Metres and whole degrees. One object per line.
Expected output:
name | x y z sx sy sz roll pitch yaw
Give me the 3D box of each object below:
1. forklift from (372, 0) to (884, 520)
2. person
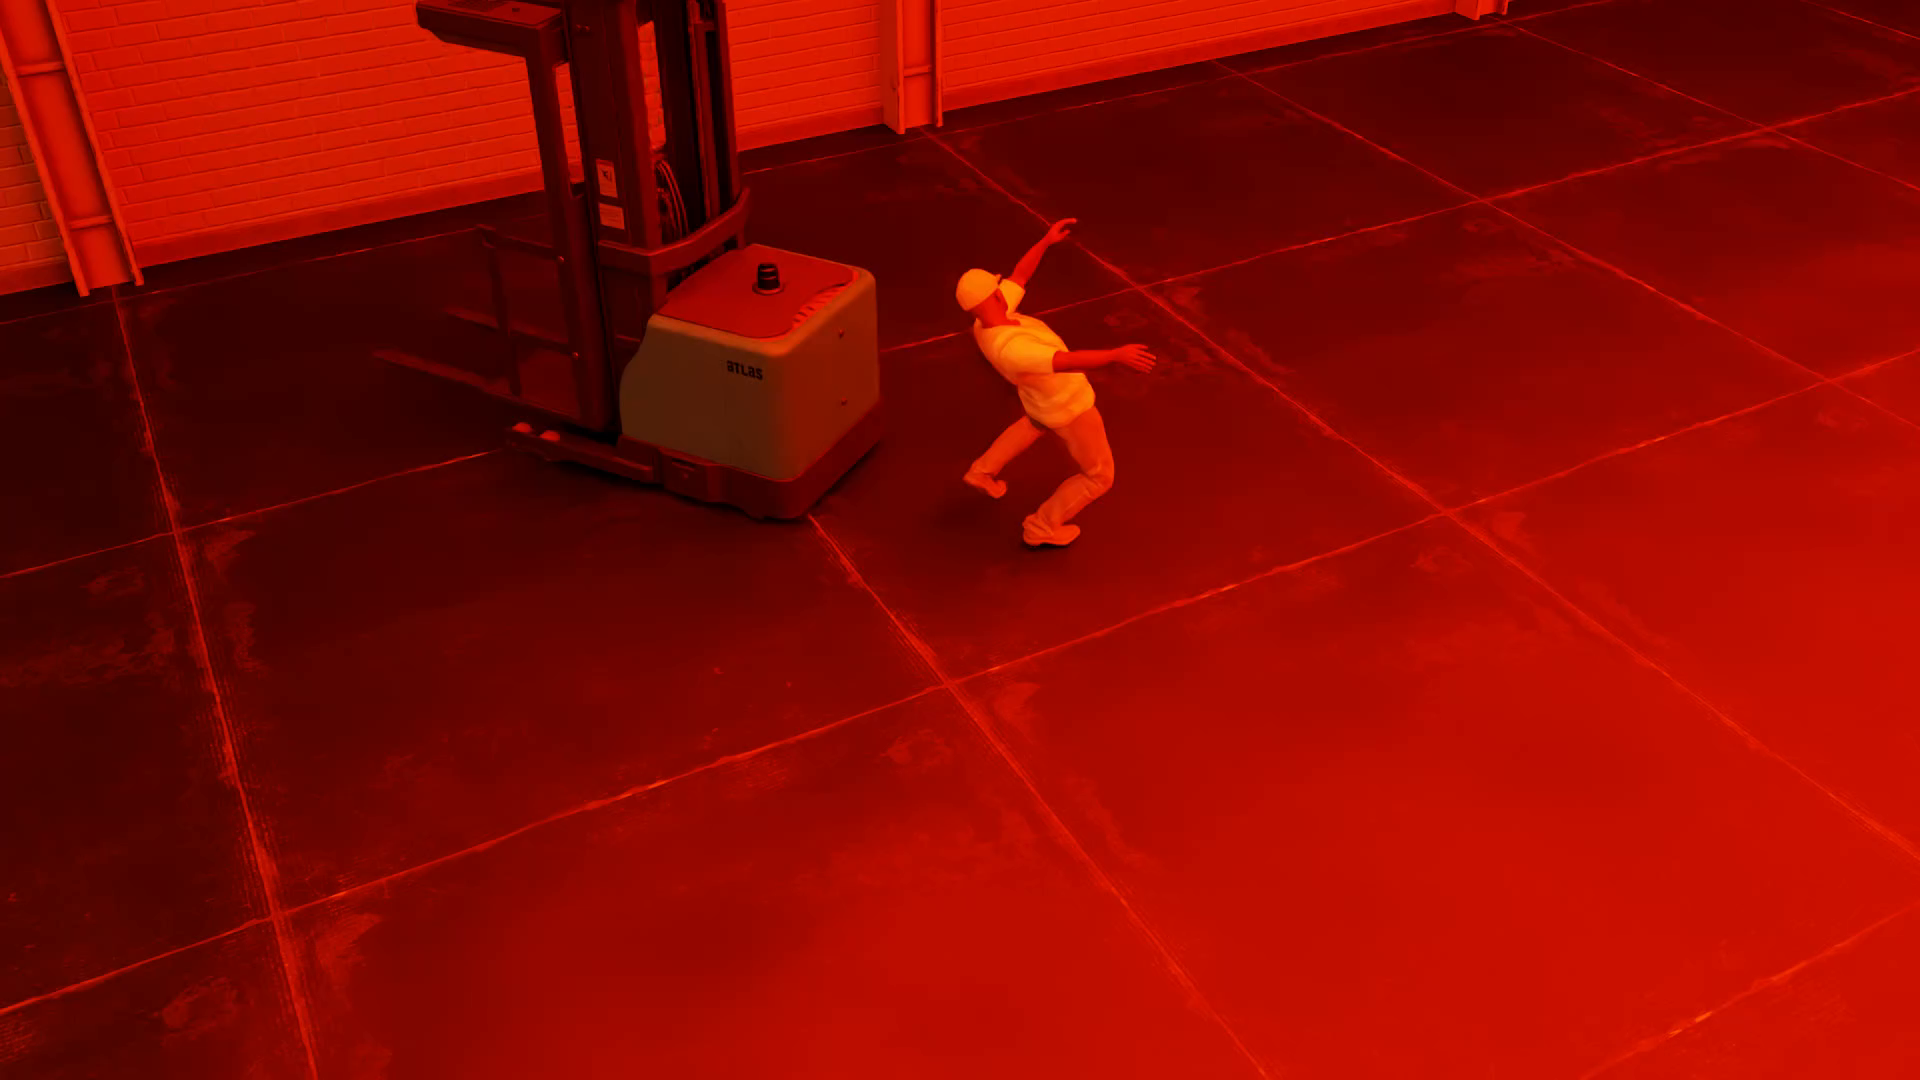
forklift | -1.982 -1.890 8.797 3.031 2.935 1.130 16 38 22
person | 0.451 -0.642 8.168 0.709 1.596 1.109 -19 39 -24
